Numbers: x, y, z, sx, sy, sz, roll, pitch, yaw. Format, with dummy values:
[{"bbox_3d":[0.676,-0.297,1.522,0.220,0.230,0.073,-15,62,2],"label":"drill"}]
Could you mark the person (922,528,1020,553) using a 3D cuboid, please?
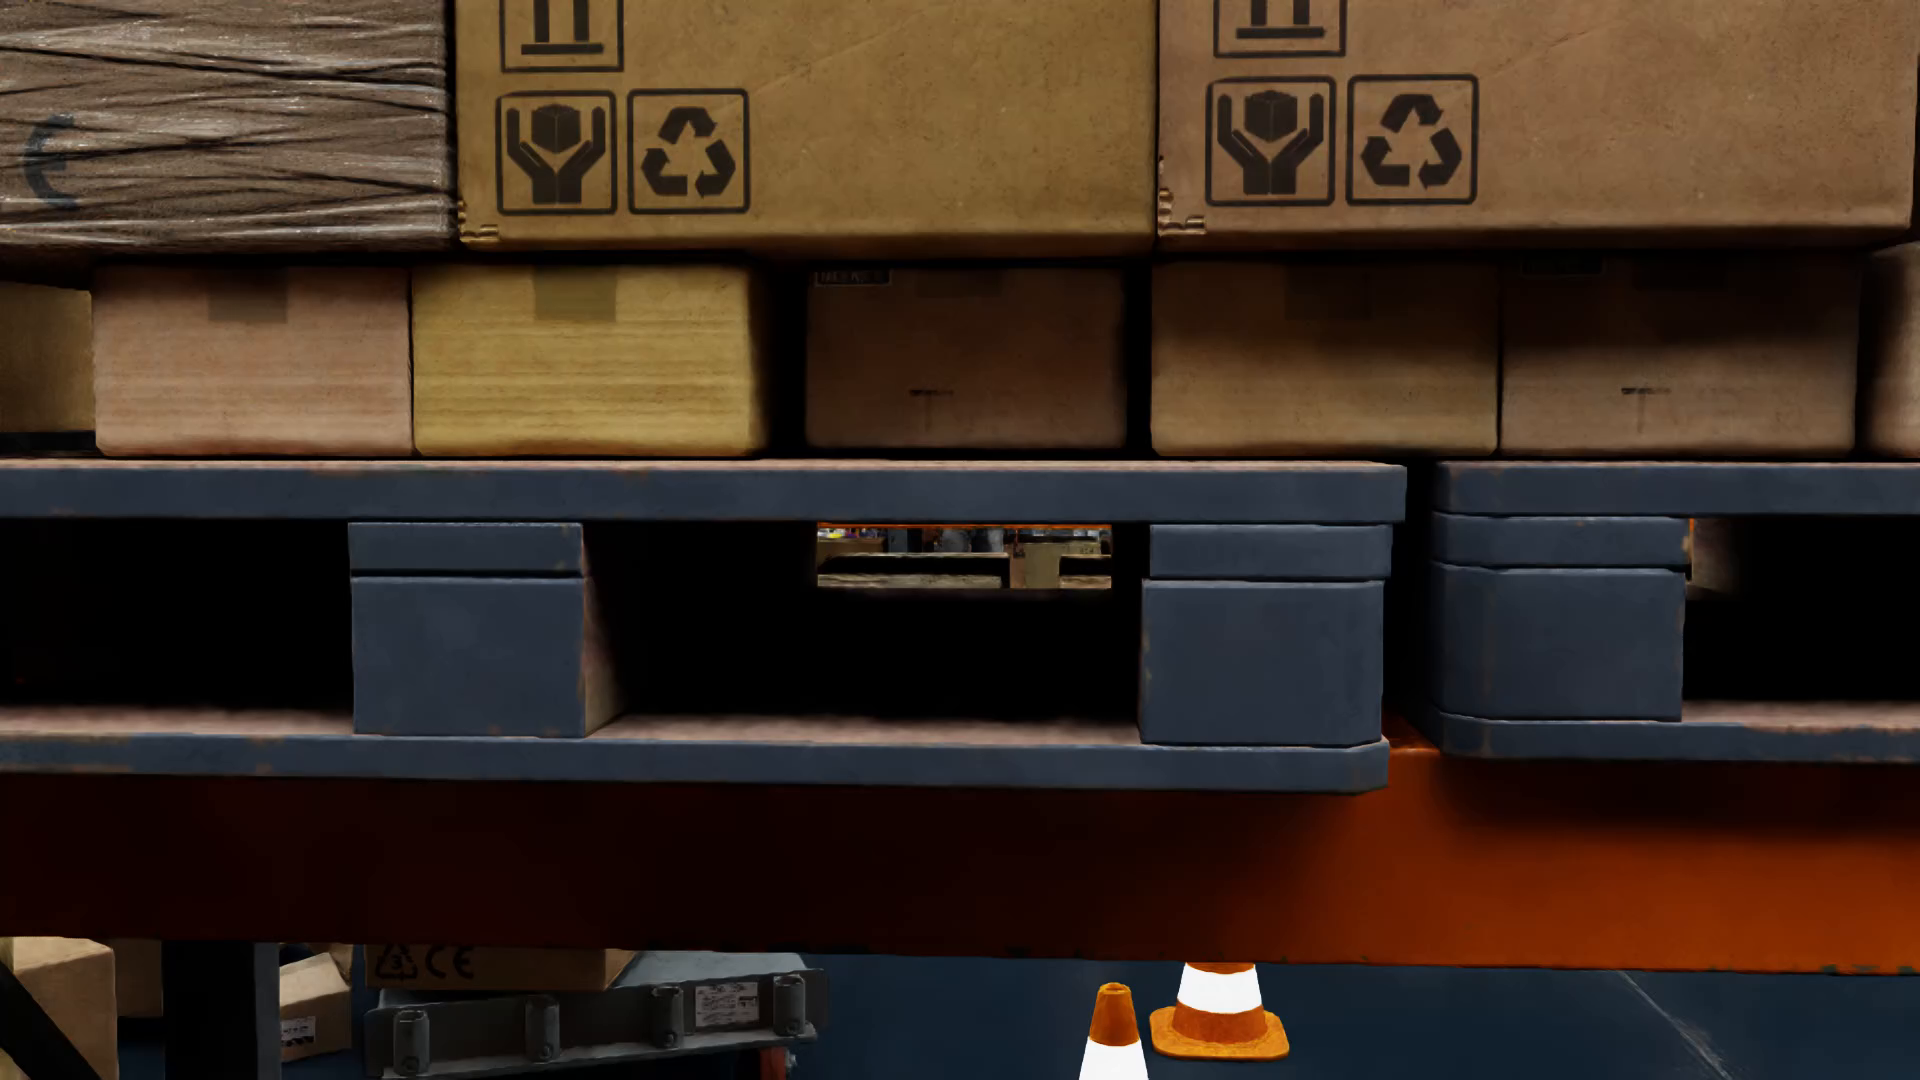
[{"bbox_3d":[0.068,-0.098,10.146,0.622,1.771,0.462,-2,4,-24],"label":"person"}]
